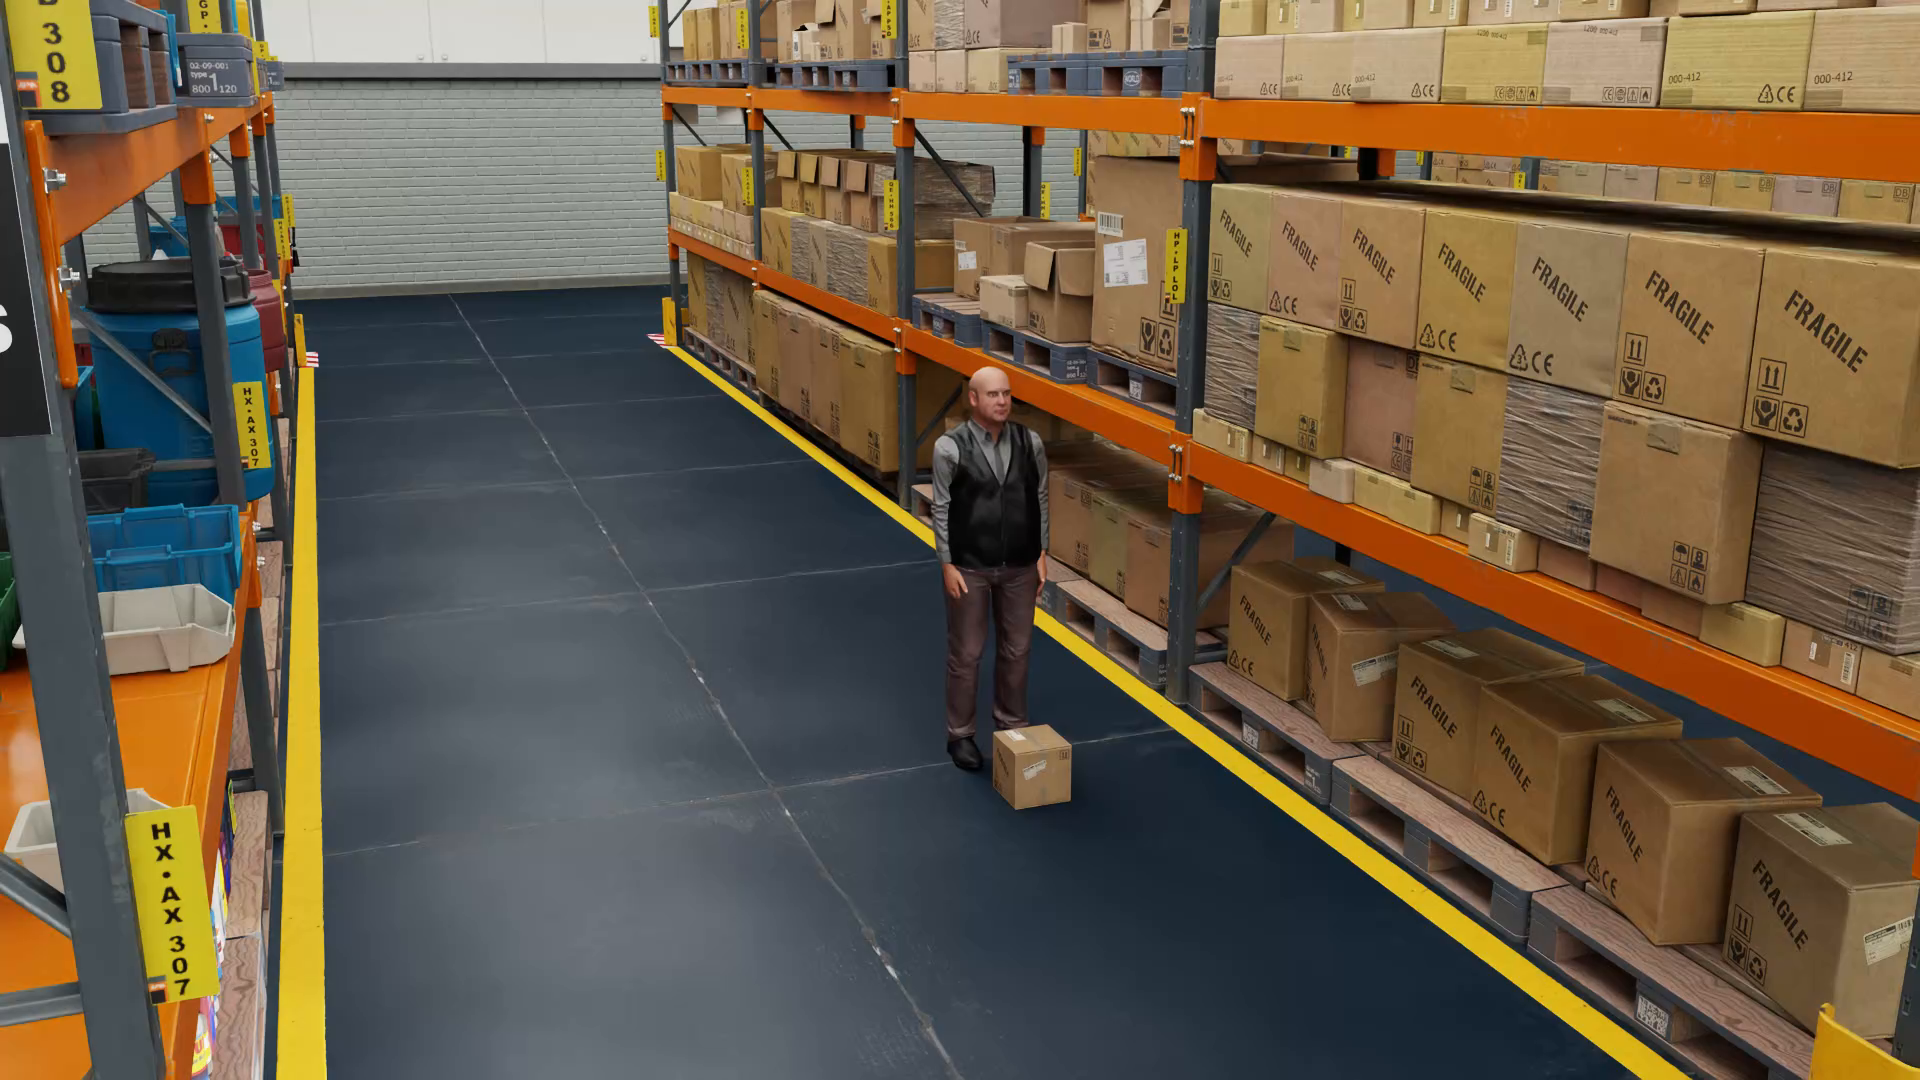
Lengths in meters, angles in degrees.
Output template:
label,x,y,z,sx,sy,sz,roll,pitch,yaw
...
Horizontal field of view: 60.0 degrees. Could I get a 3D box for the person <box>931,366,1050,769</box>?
label,x,y,z,sx,sy,sz,roll,pitch,yaw
person,0.142,0.124,7.156,0.535,1.740,0.361,-5,16,-19
